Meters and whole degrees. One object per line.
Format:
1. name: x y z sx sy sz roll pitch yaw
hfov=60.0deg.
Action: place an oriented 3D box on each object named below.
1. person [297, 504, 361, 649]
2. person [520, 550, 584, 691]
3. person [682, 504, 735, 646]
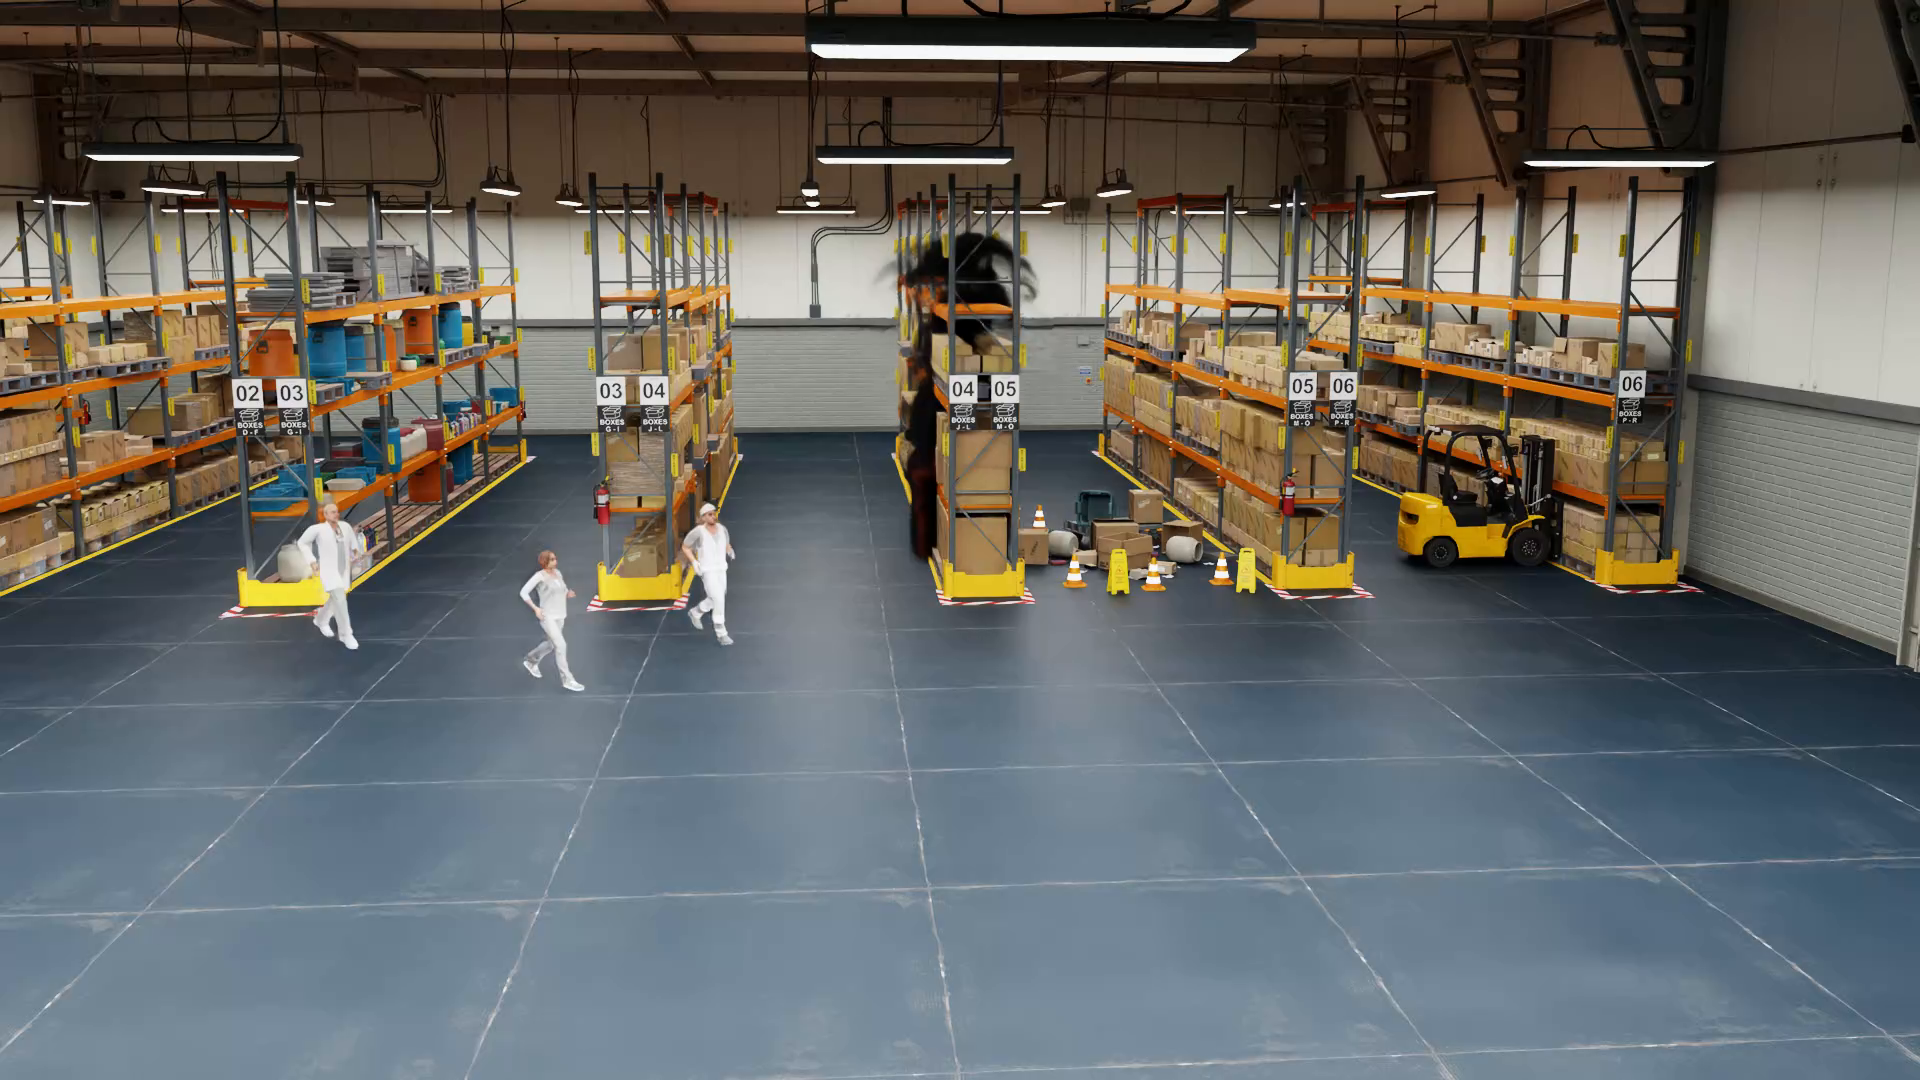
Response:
1. person: -7.967 0.427 21.155 0.967 1.809 0.703 6 12 31
2. person: -4.667 0.893 18.938 0.893 1.585 0.537 4 11 23
3. person: -3.188 0.411 21.282 0.877 1.787 0.643 9 14 43
